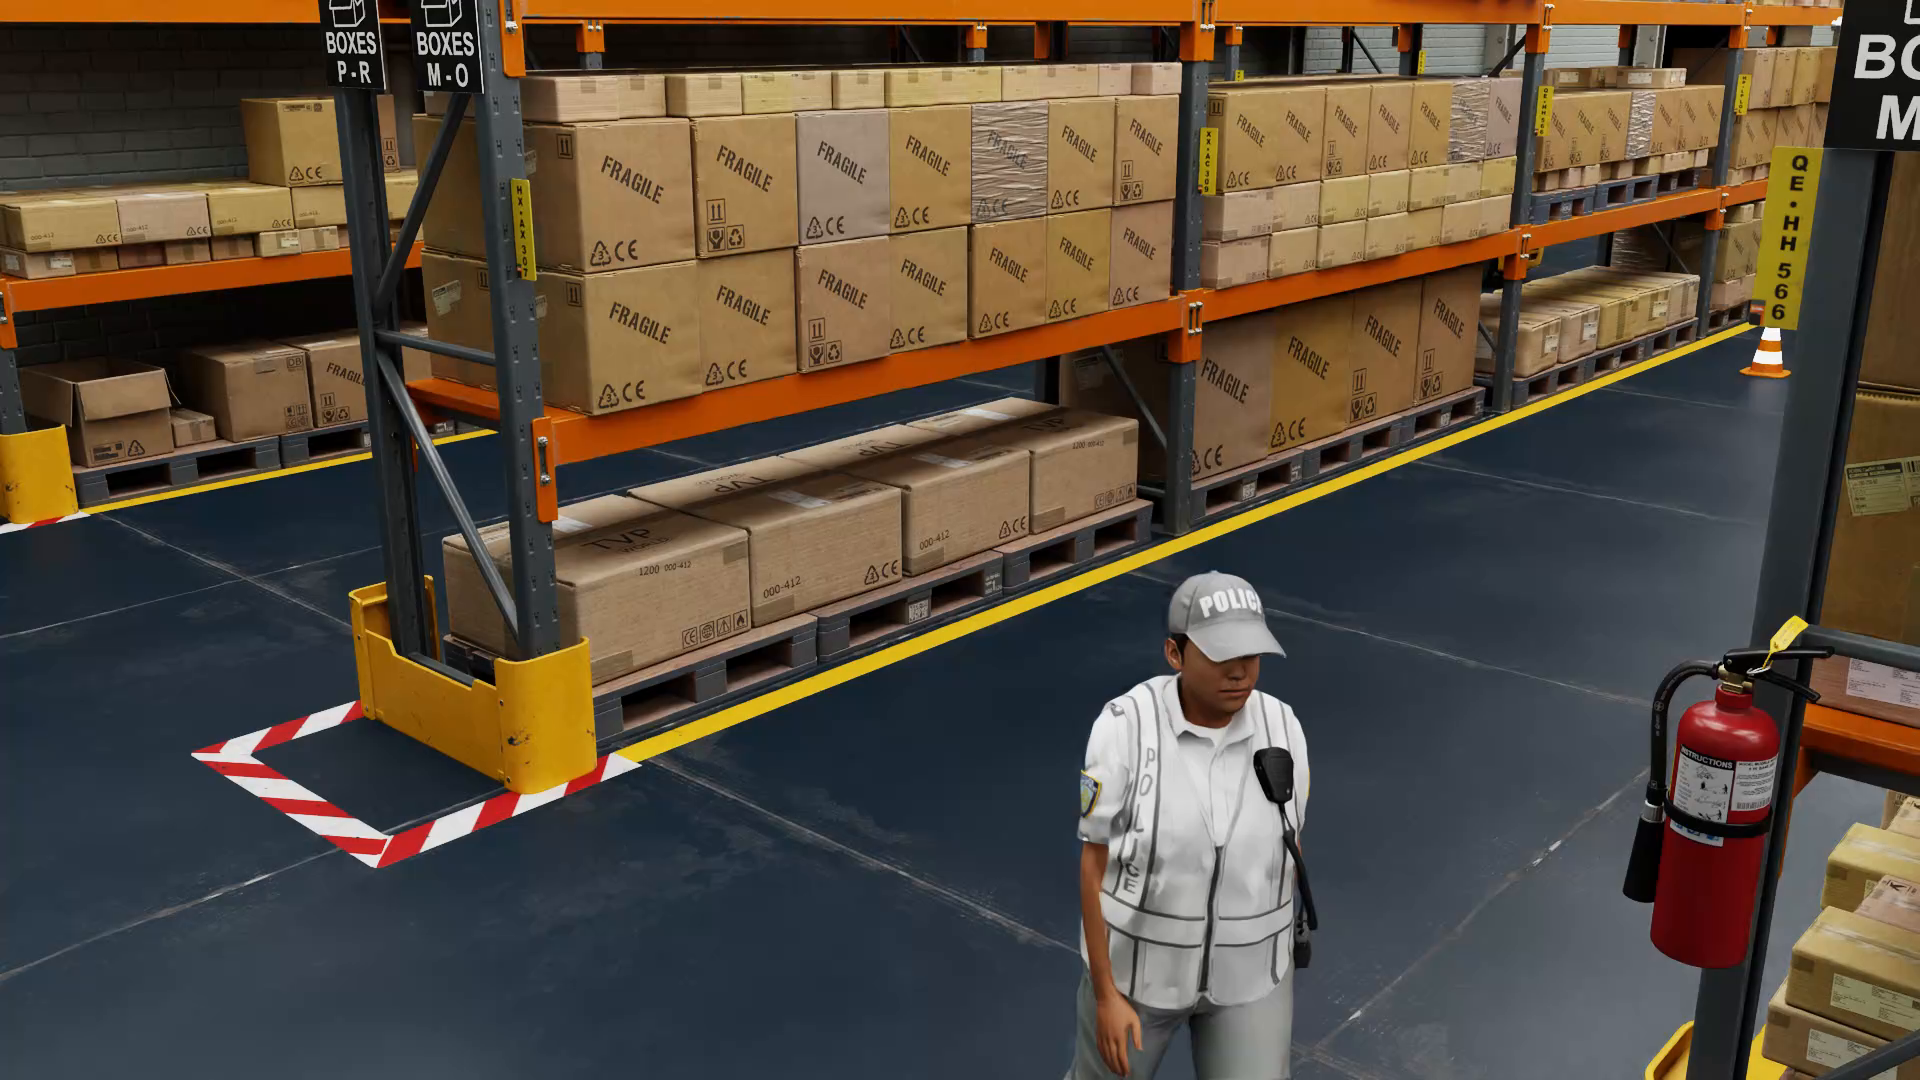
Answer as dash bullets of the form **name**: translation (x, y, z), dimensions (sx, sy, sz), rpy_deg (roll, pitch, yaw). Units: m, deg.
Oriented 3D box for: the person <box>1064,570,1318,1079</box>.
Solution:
- **person**: translation (0.452, 0.828, 3.322), dimensions (0.471, 1.611, 0.908), rpy_deg (0, 17, -2)
